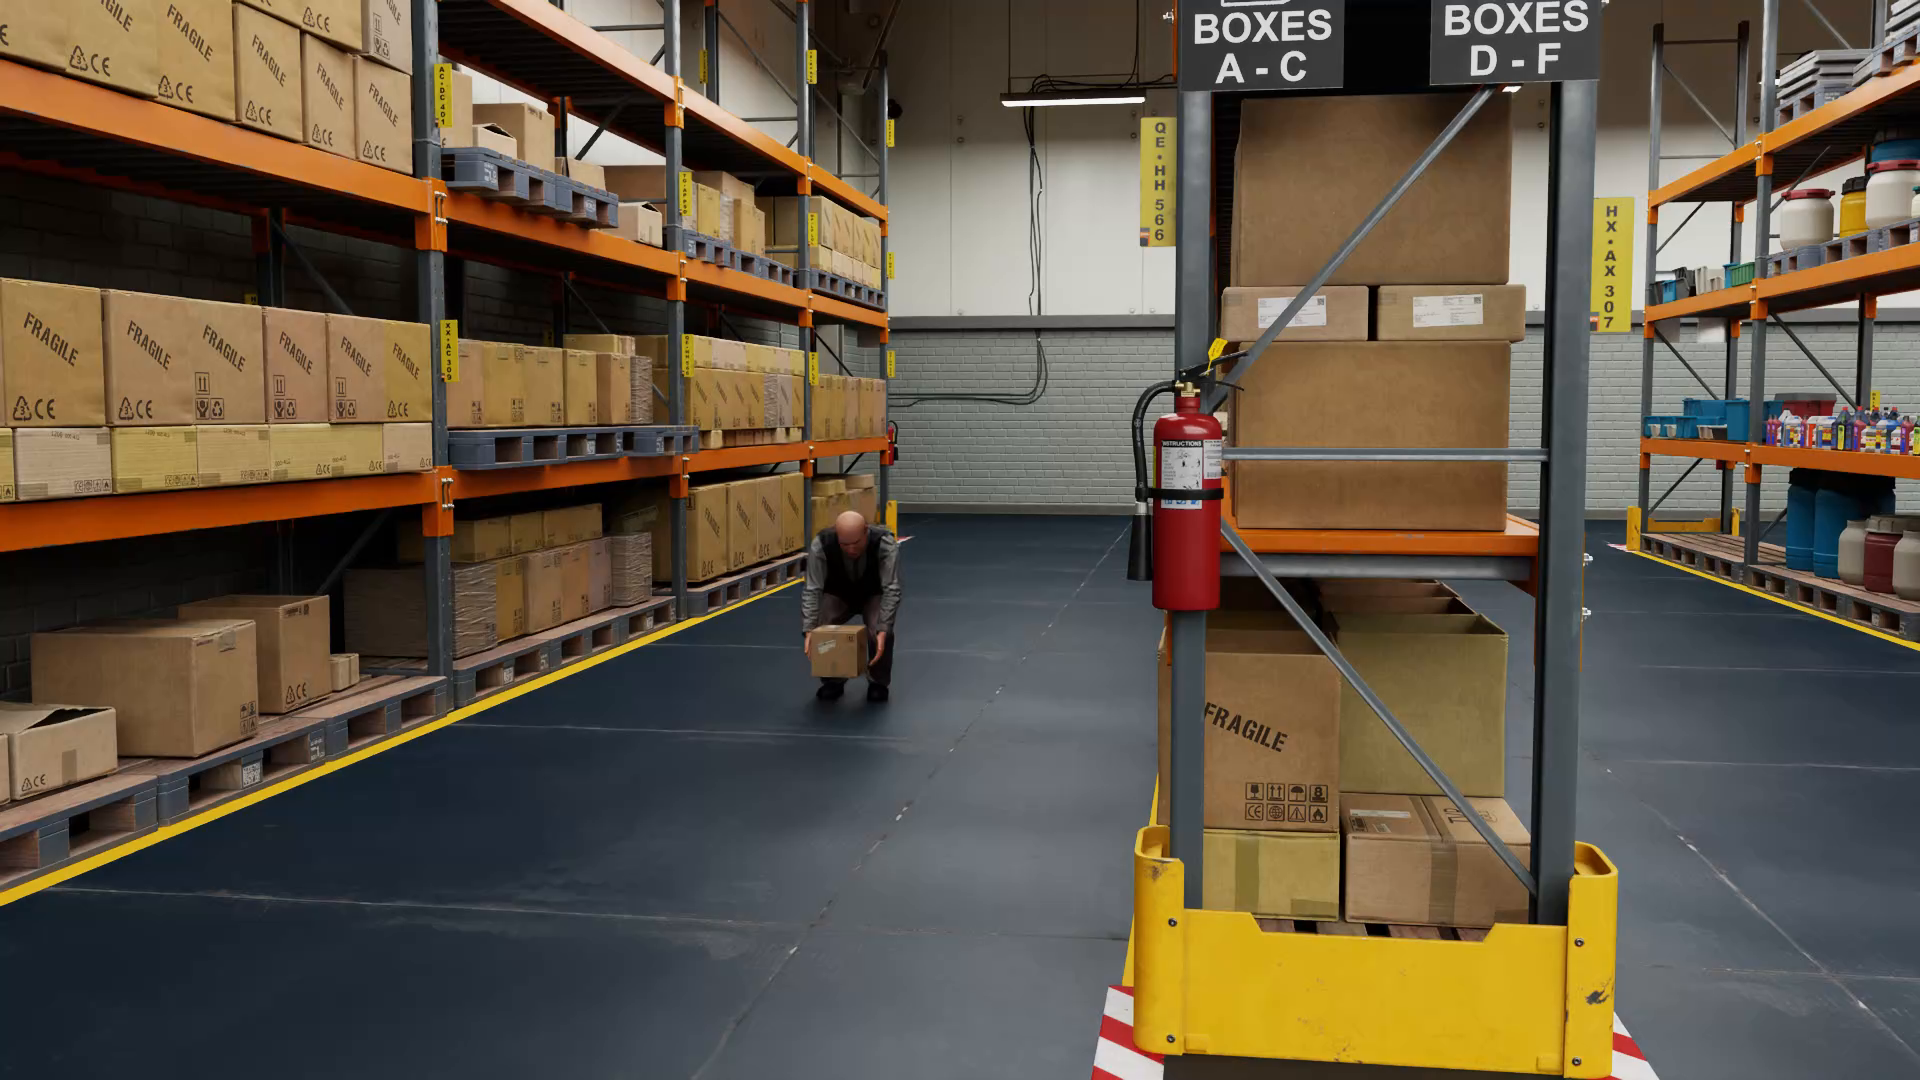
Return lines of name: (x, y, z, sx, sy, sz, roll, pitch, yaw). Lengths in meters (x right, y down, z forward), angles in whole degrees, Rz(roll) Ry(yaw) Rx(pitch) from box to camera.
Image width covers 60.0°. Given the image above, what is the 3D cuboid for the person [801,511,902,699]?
person: (-0.571, 0.359, 9.323, 0.560, 1.083, 0.827, 1, 4, 9)
